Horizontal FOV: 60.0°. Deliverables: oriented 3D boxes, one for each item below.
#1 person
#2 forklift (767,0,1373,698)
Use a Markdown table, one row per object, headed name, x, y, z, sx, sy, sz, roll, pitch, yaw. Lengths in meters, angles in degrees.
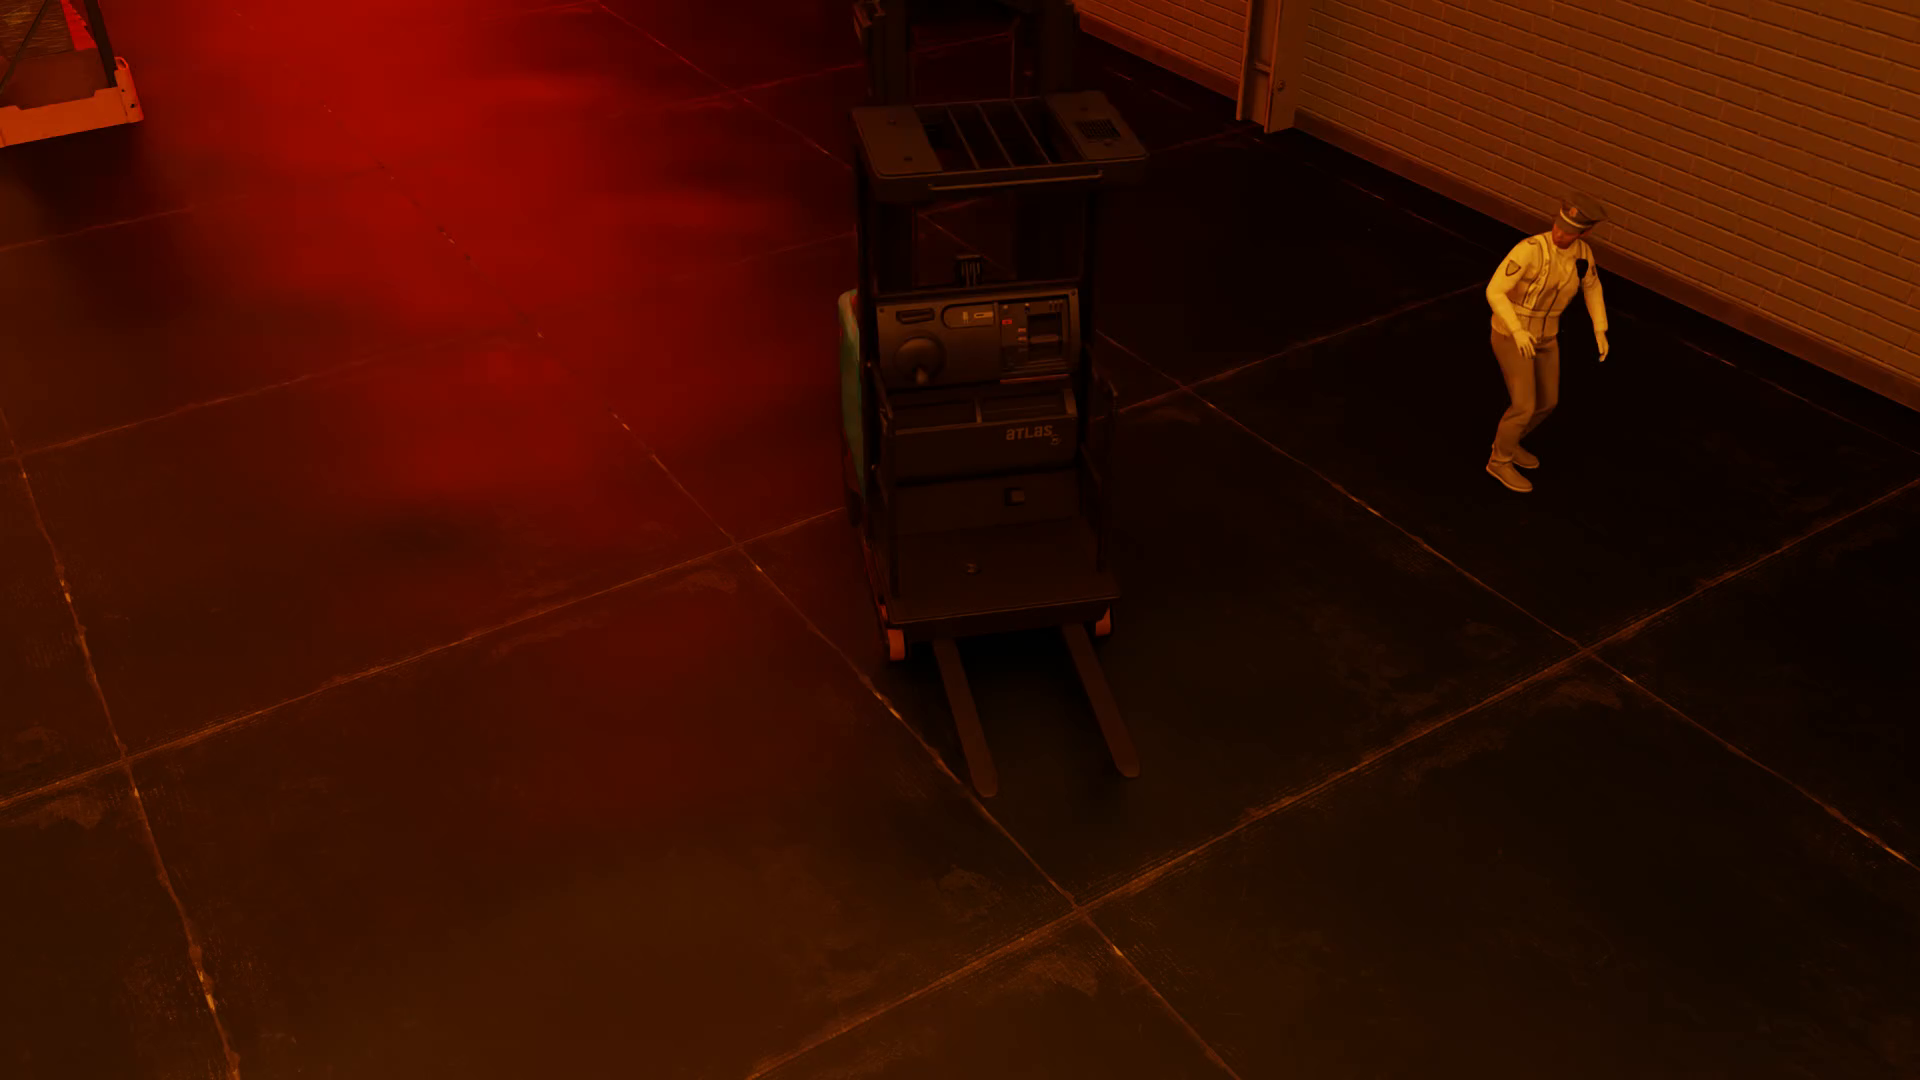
| name | x | y | z | sx | sy | sz | roll | pitch | yaw |
| --- | --- | --- | --- | --- | --- | --- | --- | --- | --- |
| person | 3.079 | -1.093 | 8.801 | 0.614 | 1.674 | 0.395 | -14 | 37 | -19 |
| forklift | 0.517 | -0.994 | 7.562 | 3.031 | 2.935 | 1.130 | 23 | 41 | 29 |
